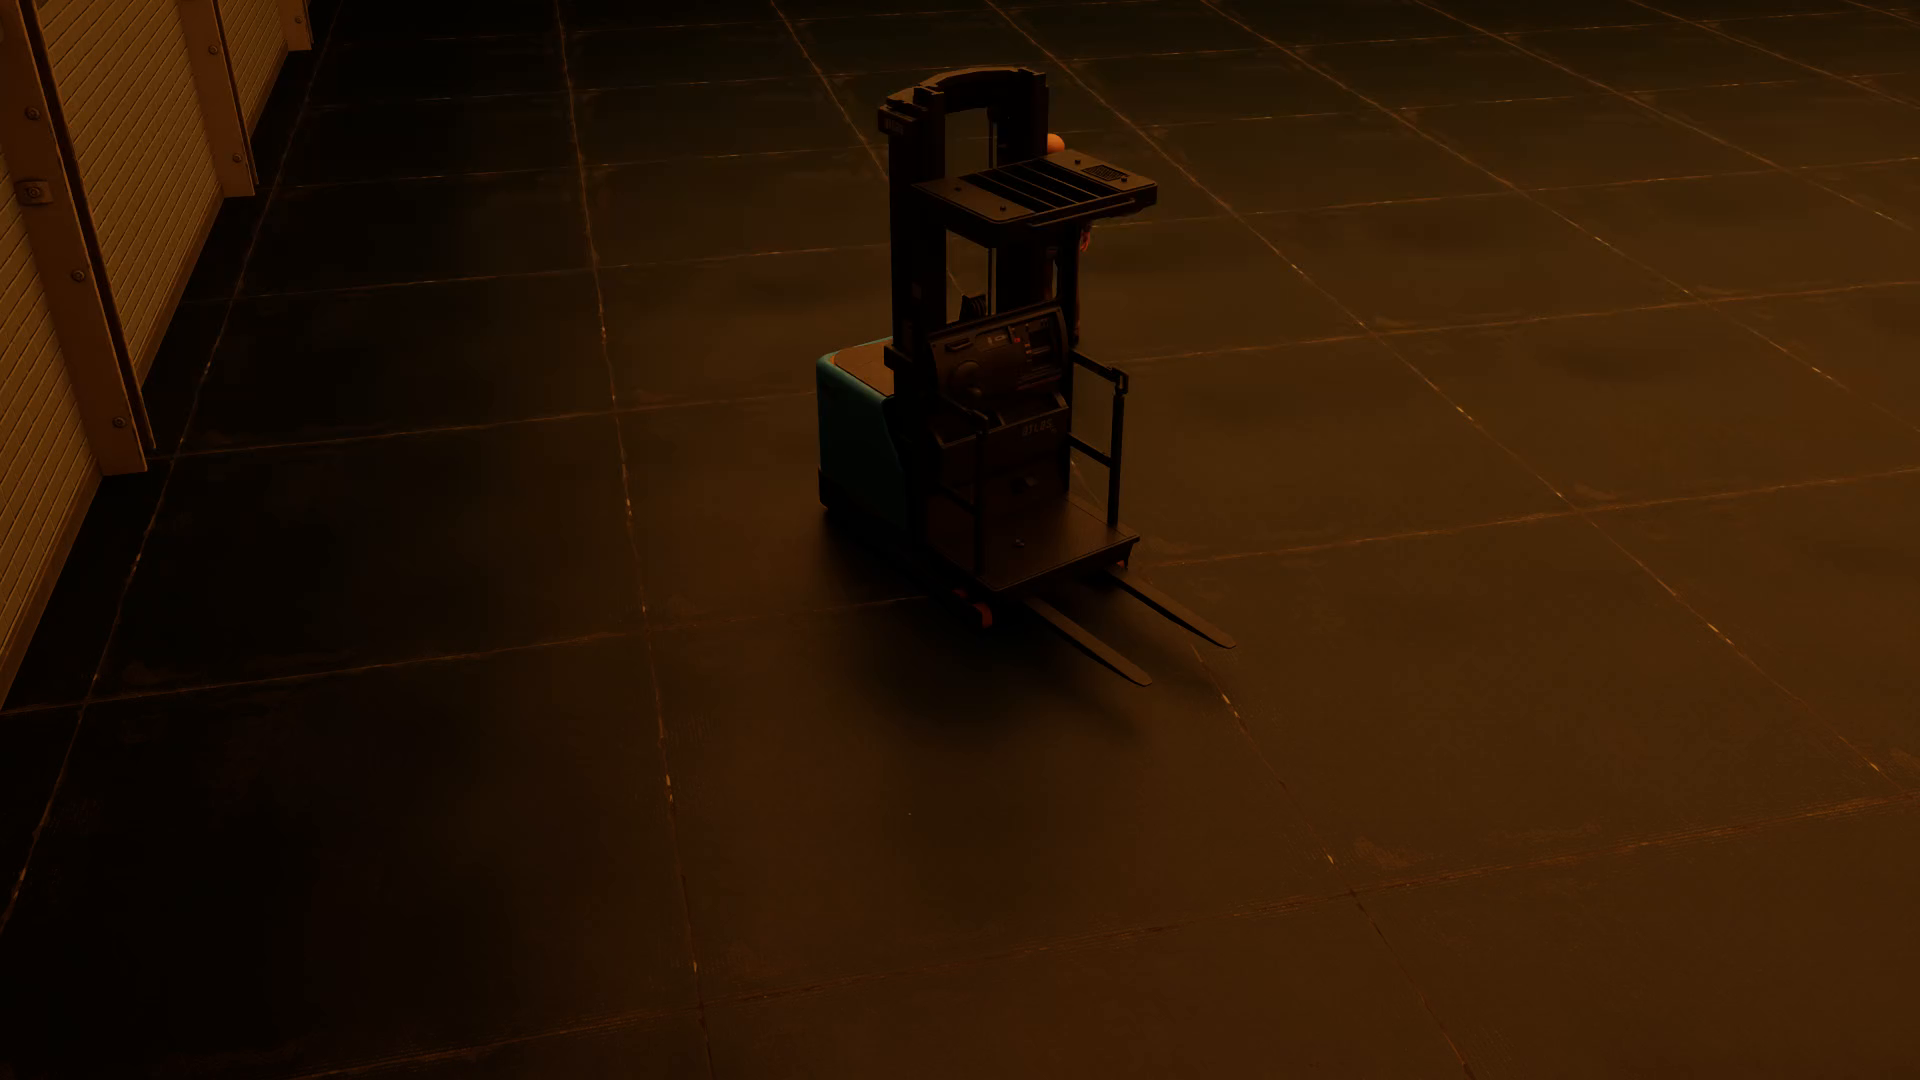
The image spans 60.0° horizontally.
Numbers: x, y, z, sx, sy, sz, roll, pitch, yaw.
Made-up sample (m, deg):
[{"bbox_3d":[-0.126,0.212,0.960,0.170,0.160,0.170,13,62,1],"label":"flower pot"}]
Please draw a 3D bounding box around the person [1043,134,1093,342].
[{"bbox_3d":[0.692,-2.257,12.738,0.633,1.649,0.567,-6,31,-11],"label":"person"}]

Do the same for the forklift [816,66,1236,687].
[{"bbox_3d":[0.355,-1.021,9.338,1.130,2.935,3.031,-20,35,-30],"label":"forklift"}]
